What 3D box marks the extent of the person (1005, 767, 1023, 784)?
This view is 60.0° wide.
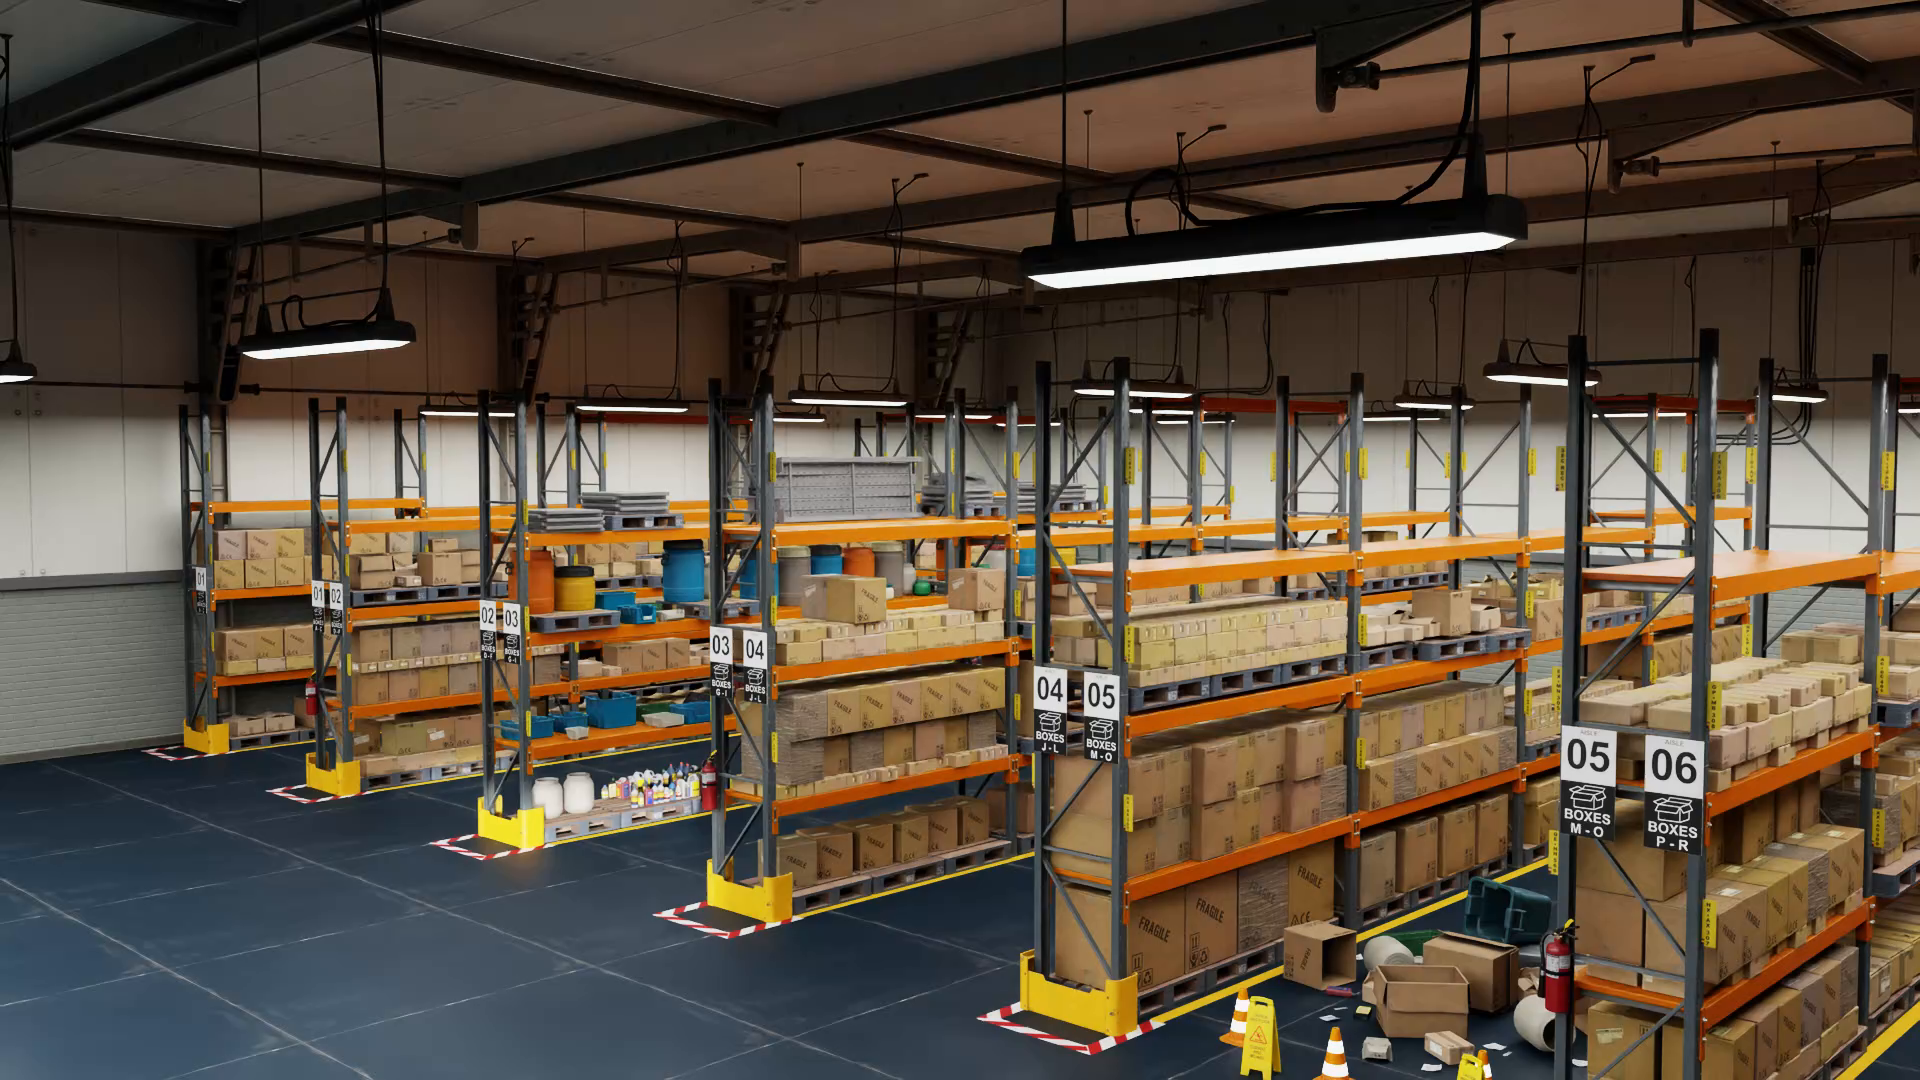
[{"bbox_3d":[0.796,3.010,24.144,0.544,1.807,0.542,2,4,35],"label":"person"}]
